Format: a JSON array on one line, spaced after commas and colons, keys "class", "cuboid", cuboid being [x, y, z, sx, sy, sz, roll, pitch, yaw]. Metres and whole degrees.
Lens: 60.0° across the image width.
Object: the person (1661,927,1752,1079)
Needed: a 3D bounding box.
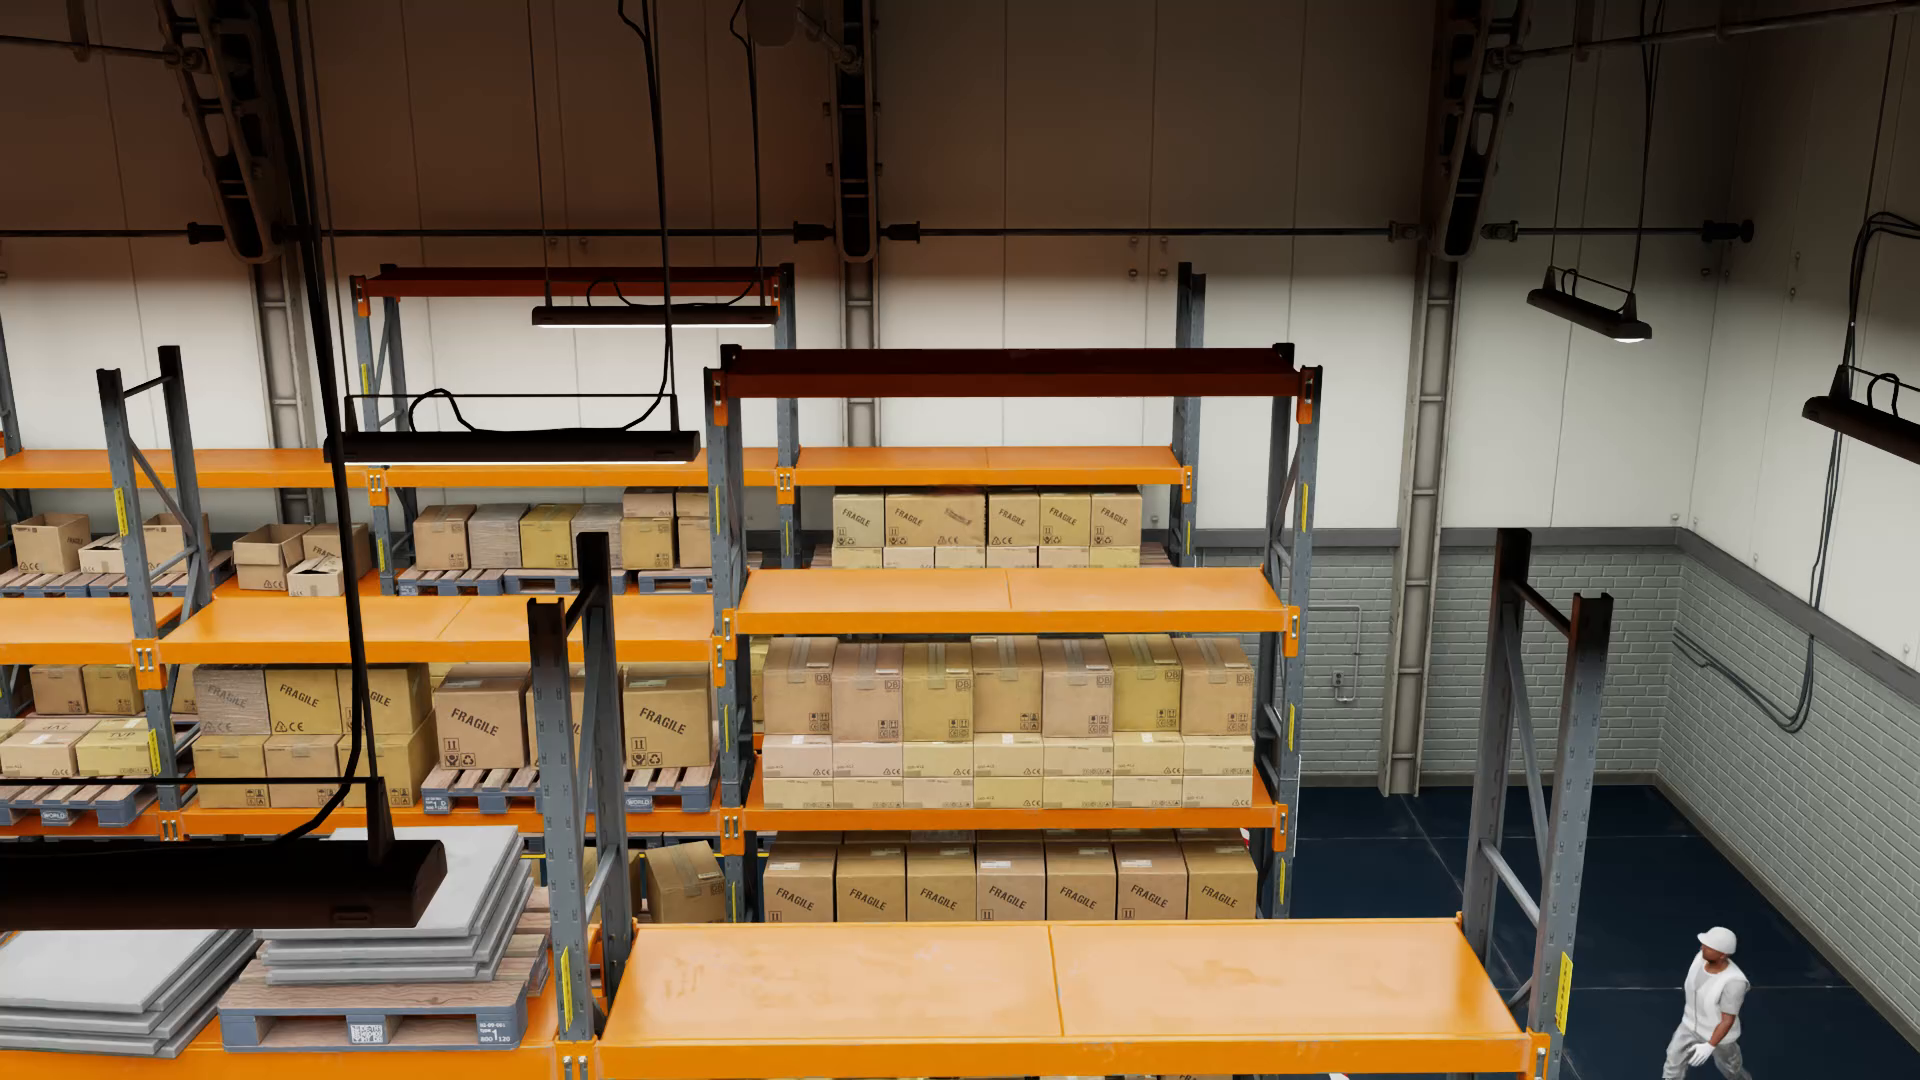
[{"class": "person", "cuboid": [5.679, 3.718, 12.629, 1.136, 1.724, 0.538, -8, 18, -25]}]
